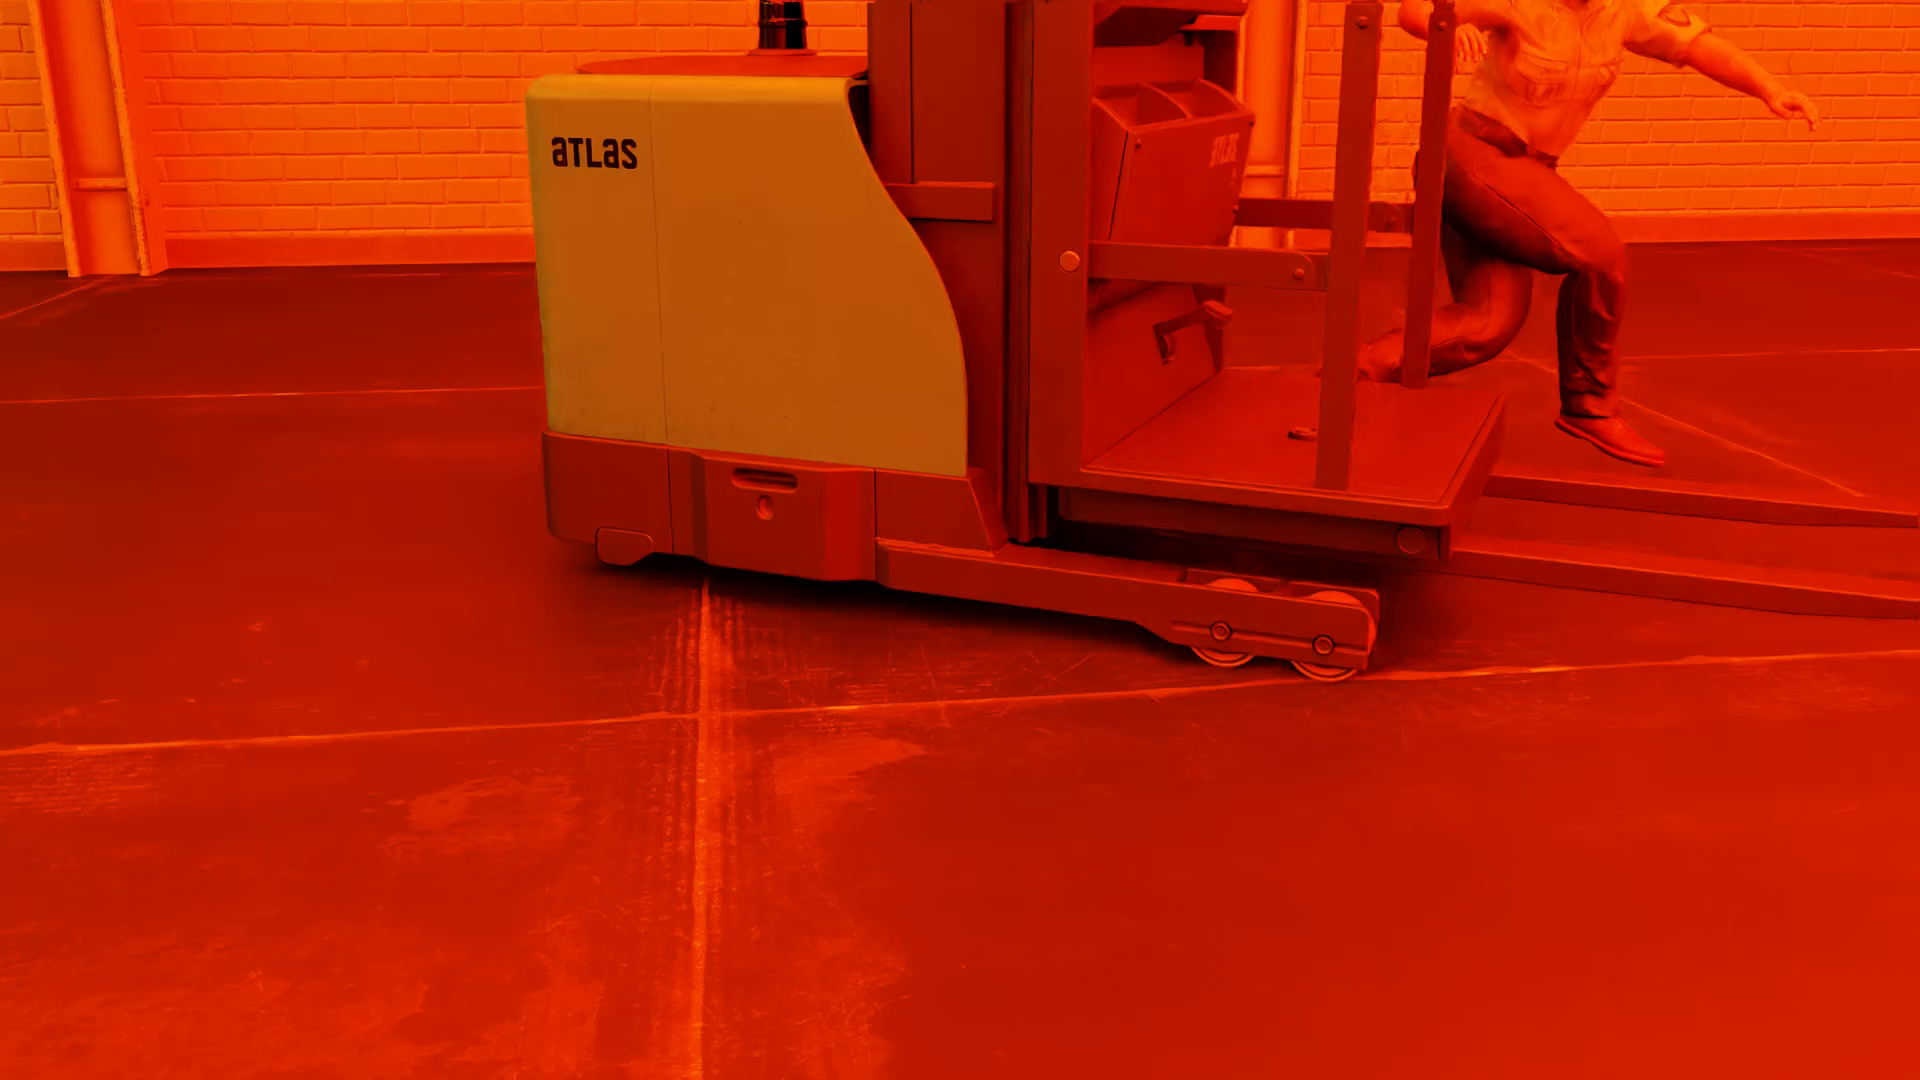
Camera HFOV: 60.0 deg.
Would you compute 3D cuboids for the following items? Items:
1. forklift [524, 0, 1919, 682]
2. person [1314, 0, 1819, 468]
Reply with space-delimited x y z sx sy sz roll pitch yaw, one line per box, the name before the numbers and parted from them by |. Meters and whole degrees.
forklift | 0.627 -1.314 3.245 3.031 2.935 1.130 7 18 22
person | 1.454 -0.873 4.061 1.066 1.435 0.836 14 21 38
